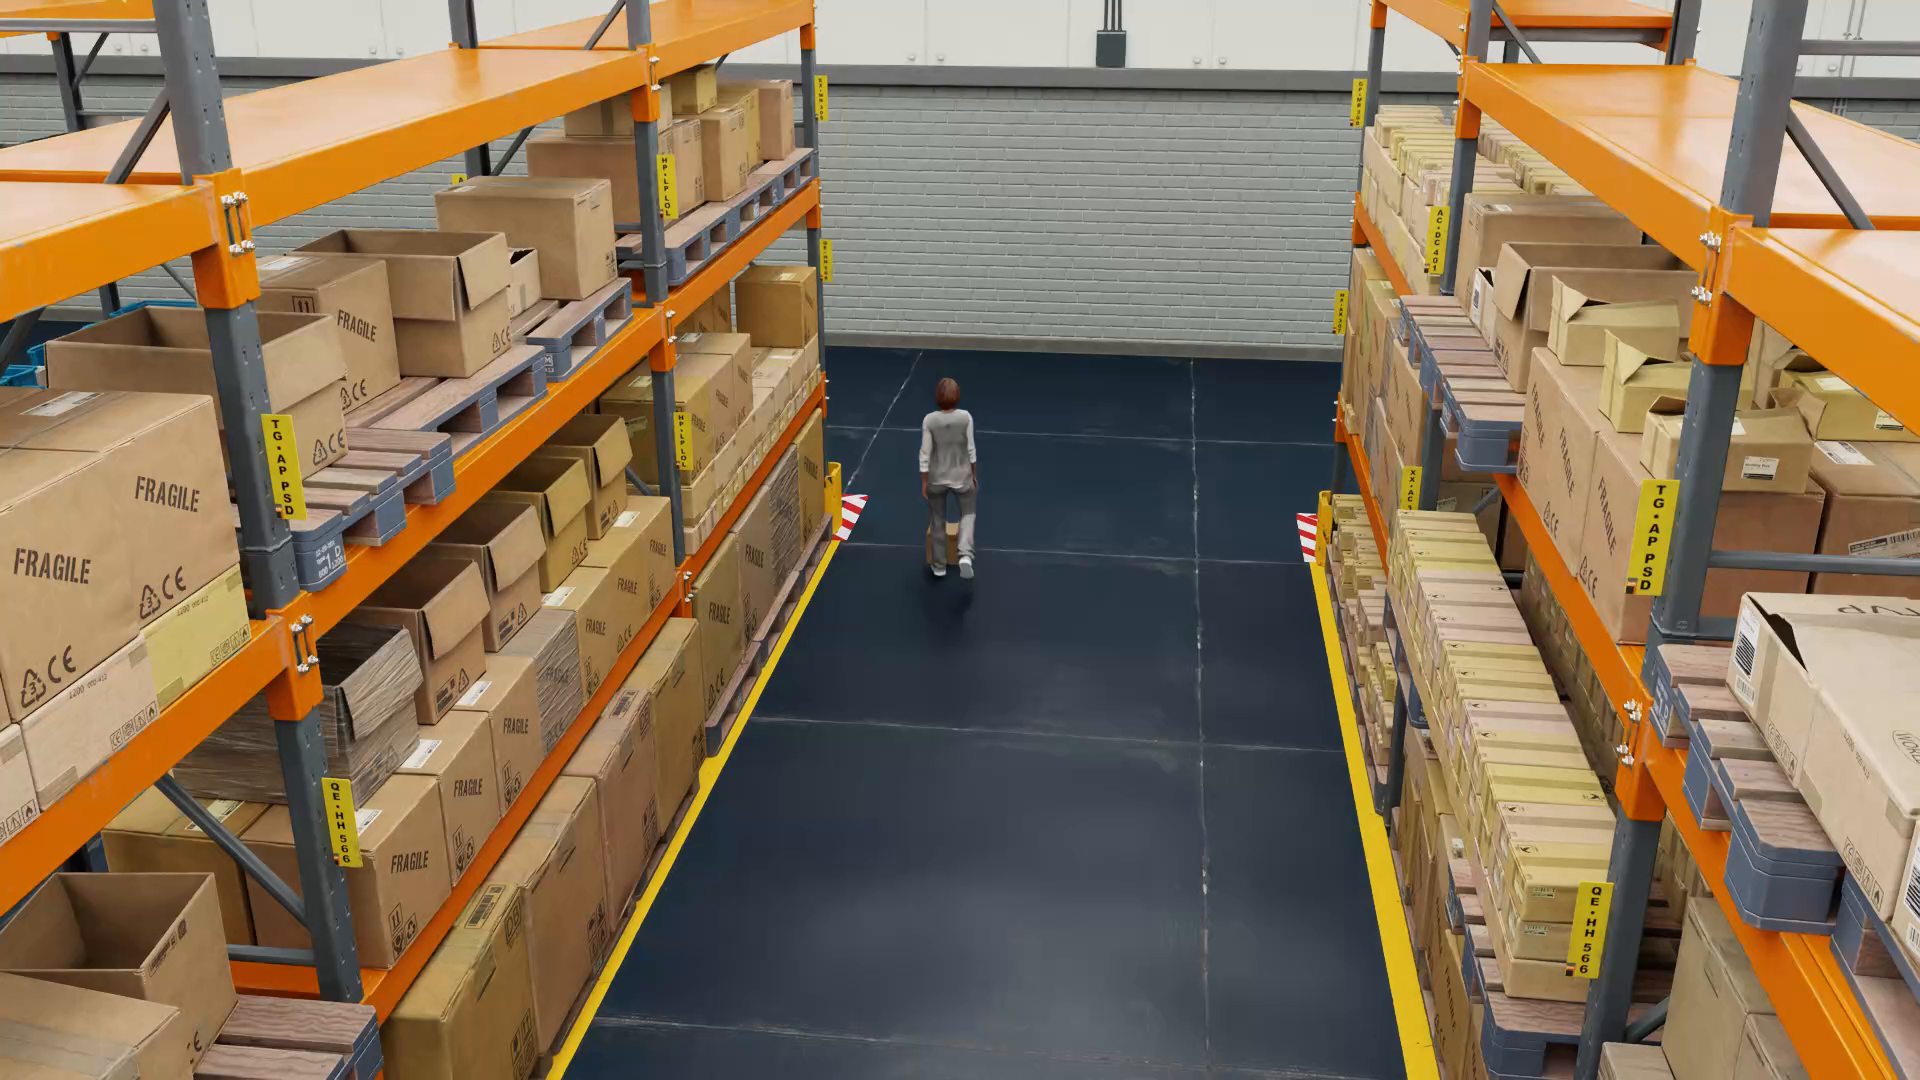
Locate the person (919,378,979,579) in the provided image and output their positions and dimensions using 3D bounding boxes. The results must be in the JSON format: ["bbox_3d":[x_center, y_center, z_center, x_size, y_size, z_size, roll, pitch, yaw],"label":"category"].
[{"bbox_3d":[-0.081,-0.438,12.159,0.440,1.589,0.646,-1,22,-2],"label":"person"}]
